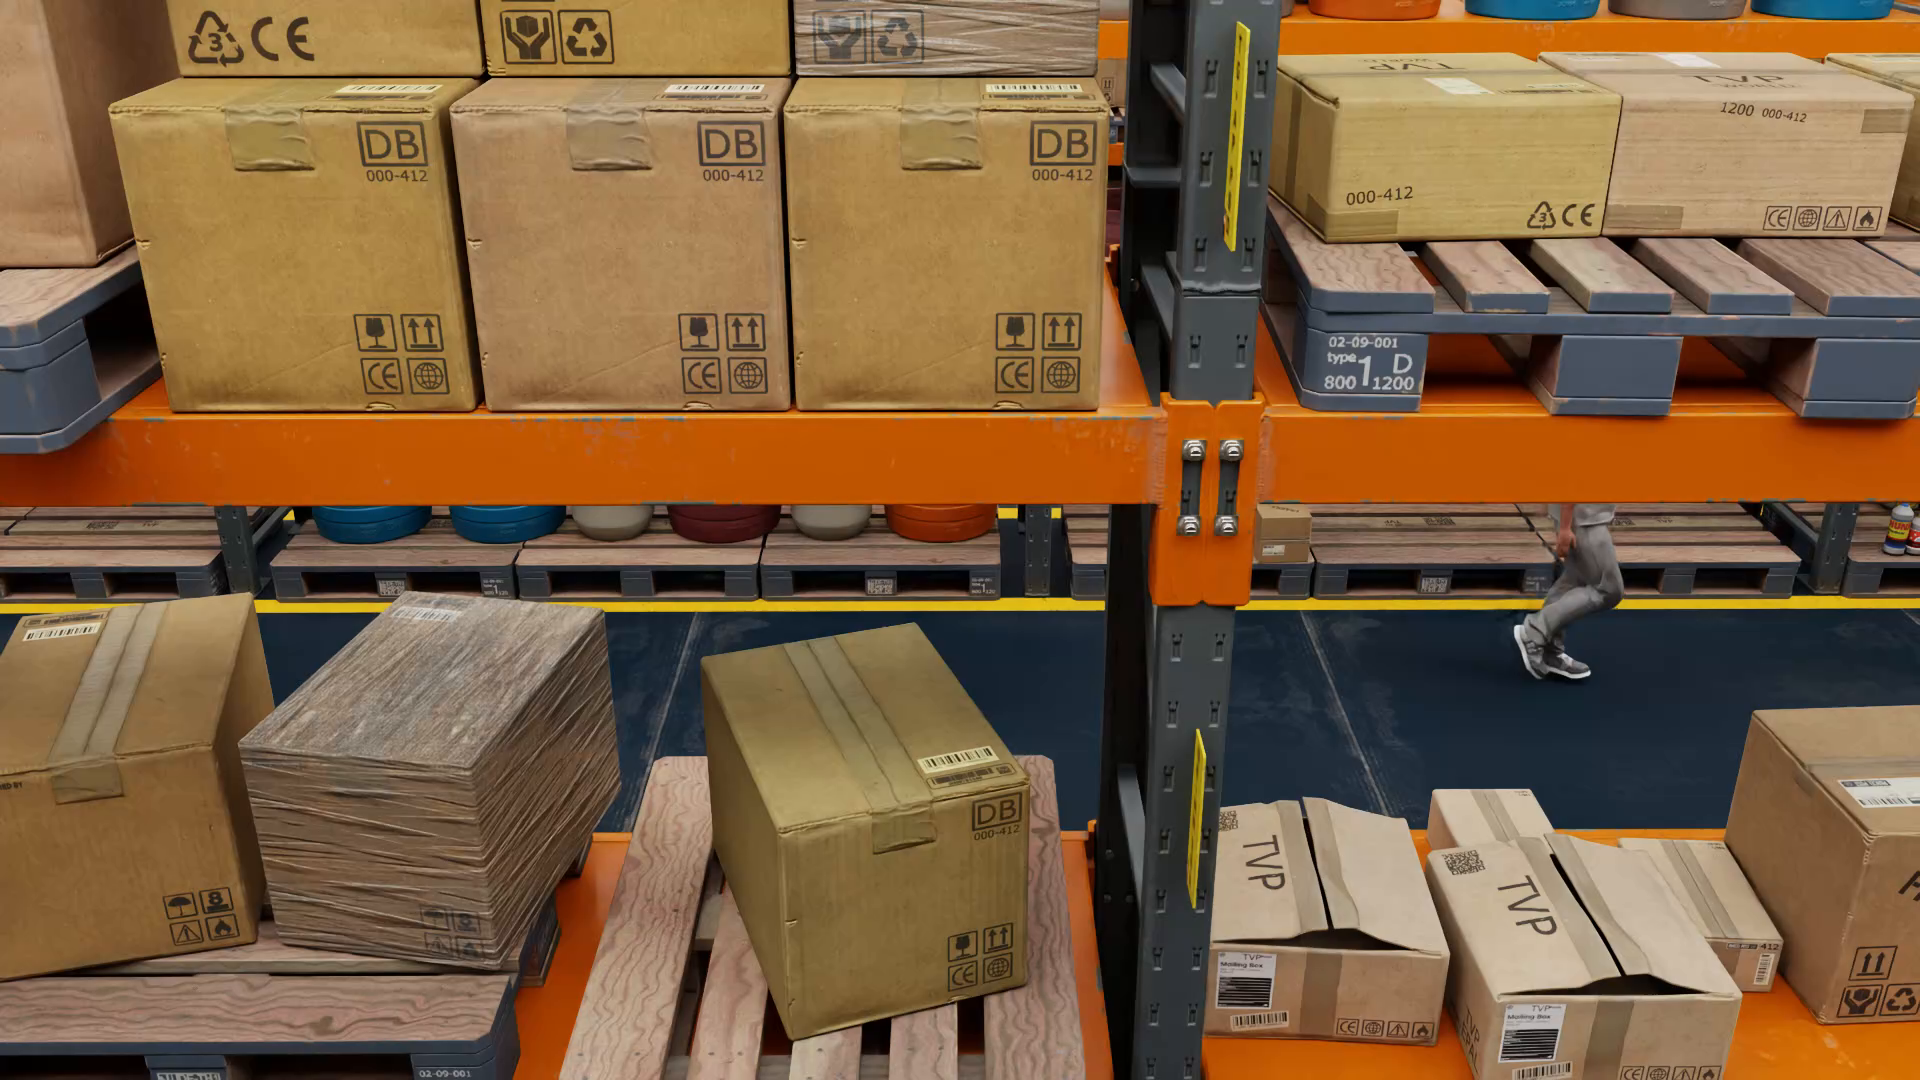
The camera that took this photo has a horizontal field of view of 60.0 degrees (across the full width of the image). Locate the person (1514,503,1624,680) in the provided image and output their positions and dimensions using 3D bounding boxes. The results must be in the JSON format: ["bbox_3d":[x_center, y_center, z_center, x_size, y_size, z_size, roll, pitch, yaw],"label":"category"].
[{"bbox_3d":[2.735,-0.105,7.275,0.427,1.592,0.449,11,27,23],"label":"person"}]
